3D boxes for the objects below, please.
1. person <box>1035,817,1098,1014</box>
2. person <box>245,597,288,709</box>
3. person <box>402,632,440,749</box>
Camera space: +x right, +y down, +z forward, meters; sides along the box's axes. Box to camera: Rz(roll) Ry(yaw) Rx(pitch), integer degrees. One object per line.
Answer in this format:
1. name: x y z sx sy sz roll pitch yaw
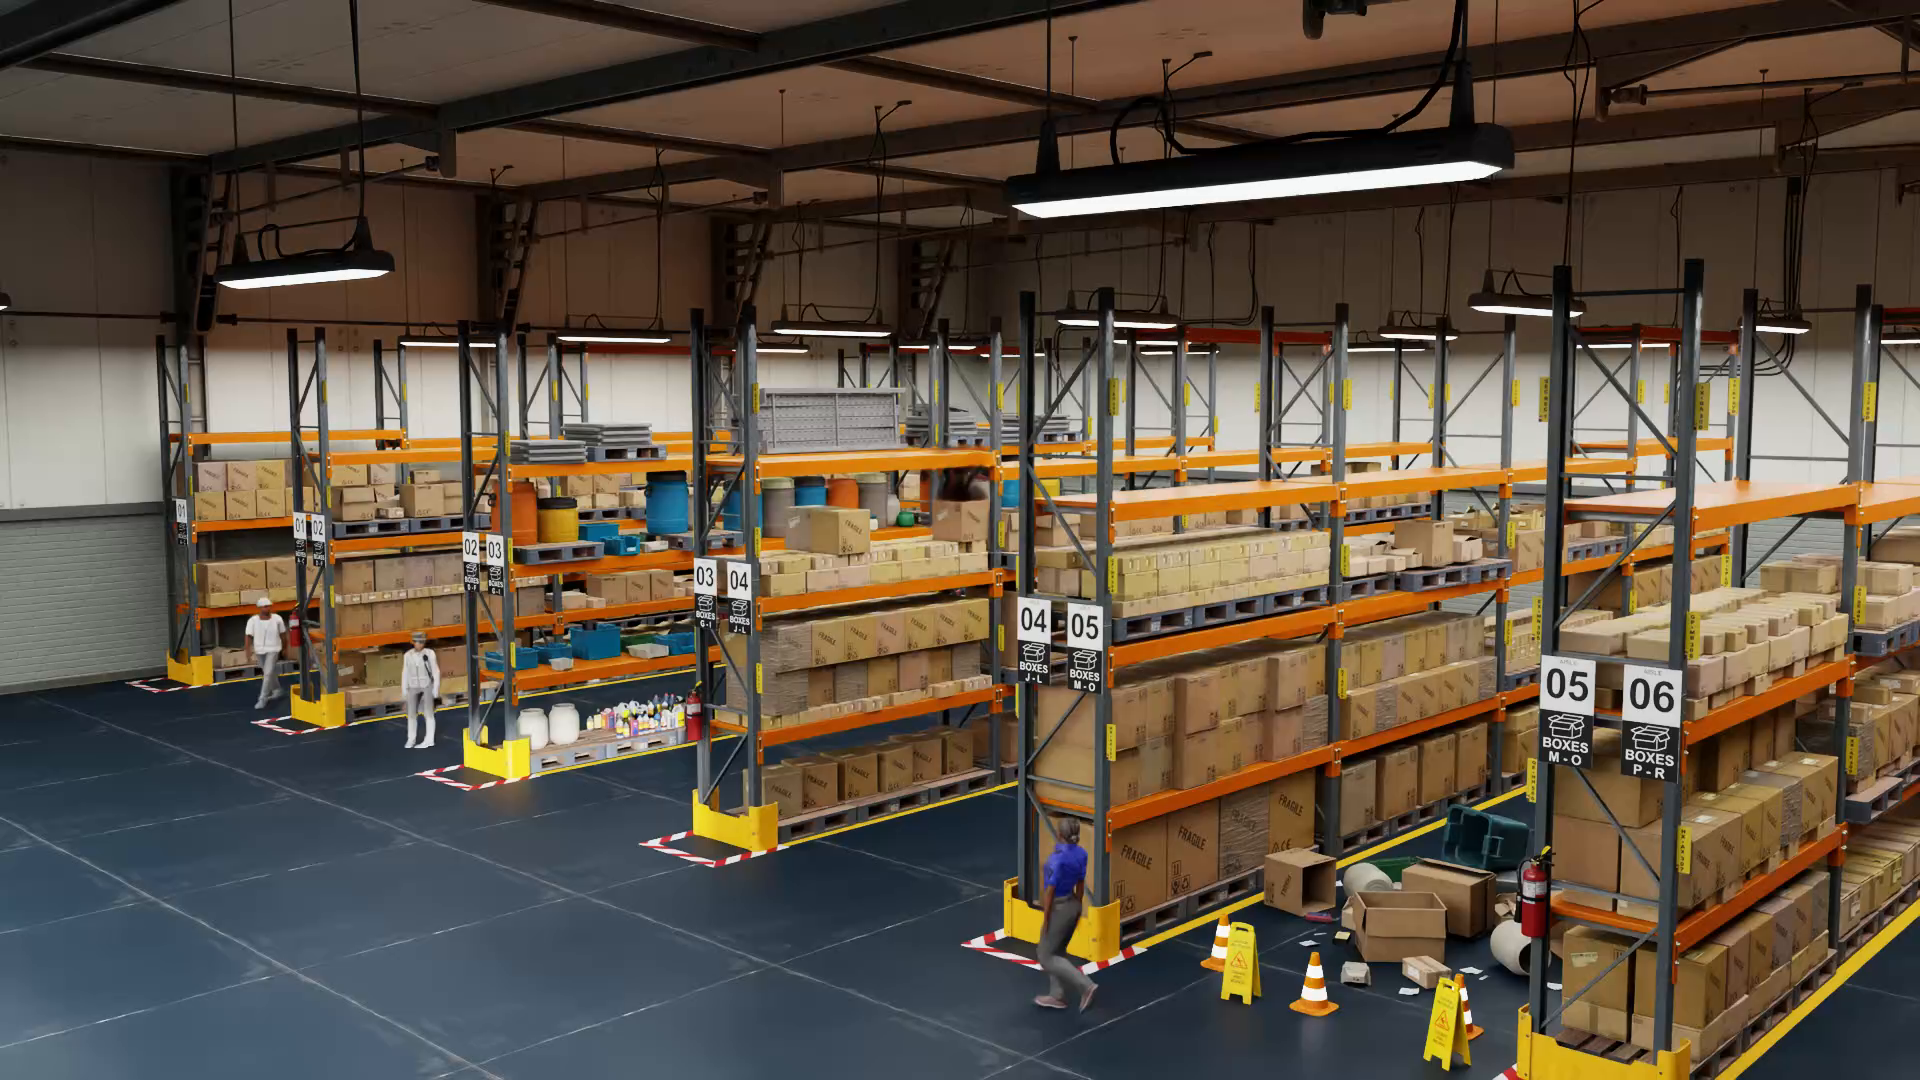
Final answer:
1. person: 0.865 3.063 13.584 0.594 1.641 0.446 2 6 19
2. person: -11.178 1.780 26.709 0.521 1.713 1.022 1 5 9
3. person: -7.658 2.125 23.597 0.553 1.674 0.377 0 5 2
